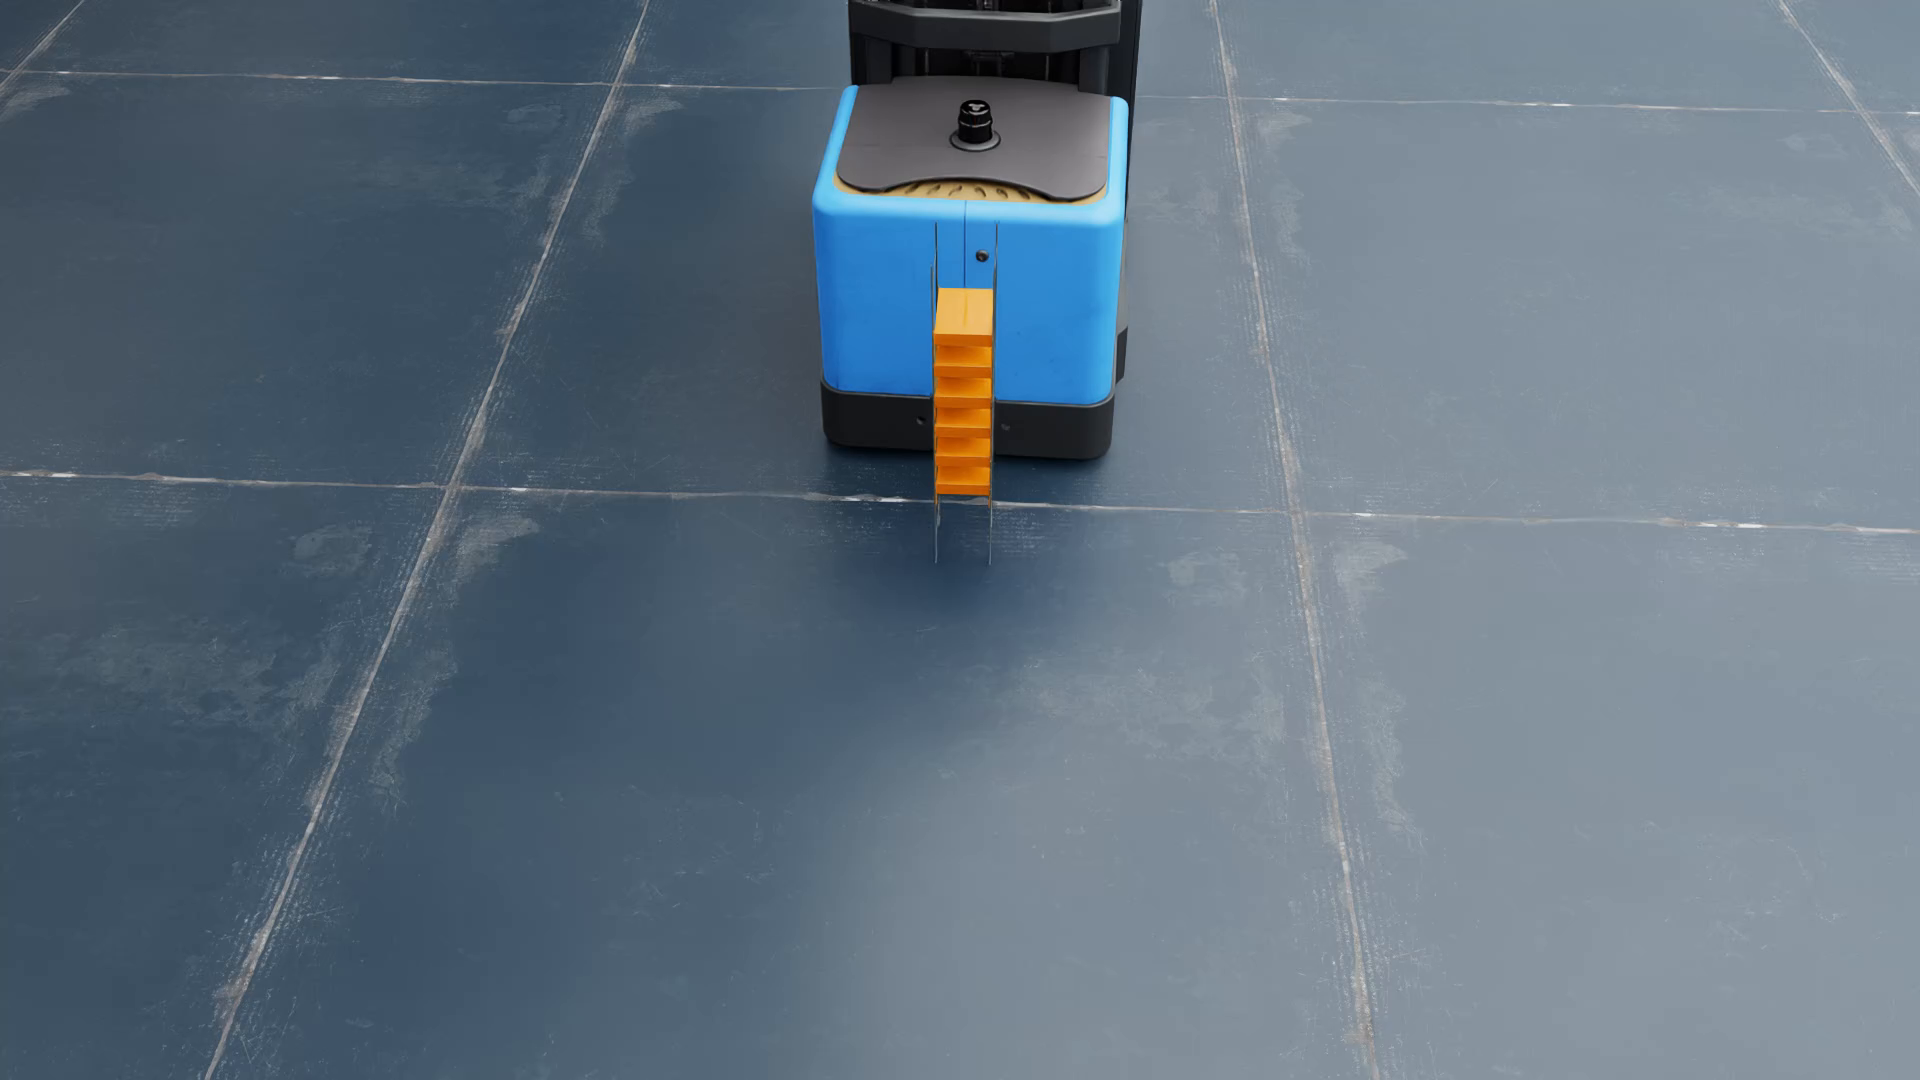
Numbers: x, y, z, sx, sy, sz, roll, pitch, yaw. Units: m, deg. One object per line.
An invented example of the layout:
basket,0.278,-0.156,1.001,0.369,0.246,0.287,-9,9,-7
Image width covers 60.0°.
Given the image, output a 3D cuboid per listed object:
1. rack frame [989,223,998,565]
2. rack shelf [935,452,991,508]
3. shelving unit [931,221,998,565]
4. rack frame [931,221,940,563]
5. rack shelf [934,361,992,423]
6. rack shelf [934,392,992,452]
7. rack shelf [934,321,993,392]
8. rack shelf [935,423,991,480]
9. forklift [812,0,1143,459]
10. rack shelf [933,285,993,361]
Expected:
rack frame,0.106,-0.436,5.338,0.006,1.200,0.240,2,43,2
rack shelf,0.014,-0.230,5.534,0.180,0.103,0.258,2,43,2
shelving unit,0.014,-0.439,5.341,0.189,1.200,0.258,2,43,2
rack frame,-0.077,-0.441,5.344,0.006,1.200,0.240,2,43,2
rack shelf,0.014,-0.494,5.289,0.180,0.103,0.258,2,43,2
rack shelf,0.014,-0.406,5.371,0.180,0.103,0.258,2,43,2
rack shelf,0.014,-0.582,5.207,0.180,0.103,0.258,2,43,2
rack shelf,0.014,-0.318,5.453,0.180,0.103,0.258,2,43,2
forklift,0.151,-2.362,6.135,1.130,2.935,3.031,4,43,4
rack shelf,0.014,-0.669,5.125,0.180,0.103,0.258,2,43,2
